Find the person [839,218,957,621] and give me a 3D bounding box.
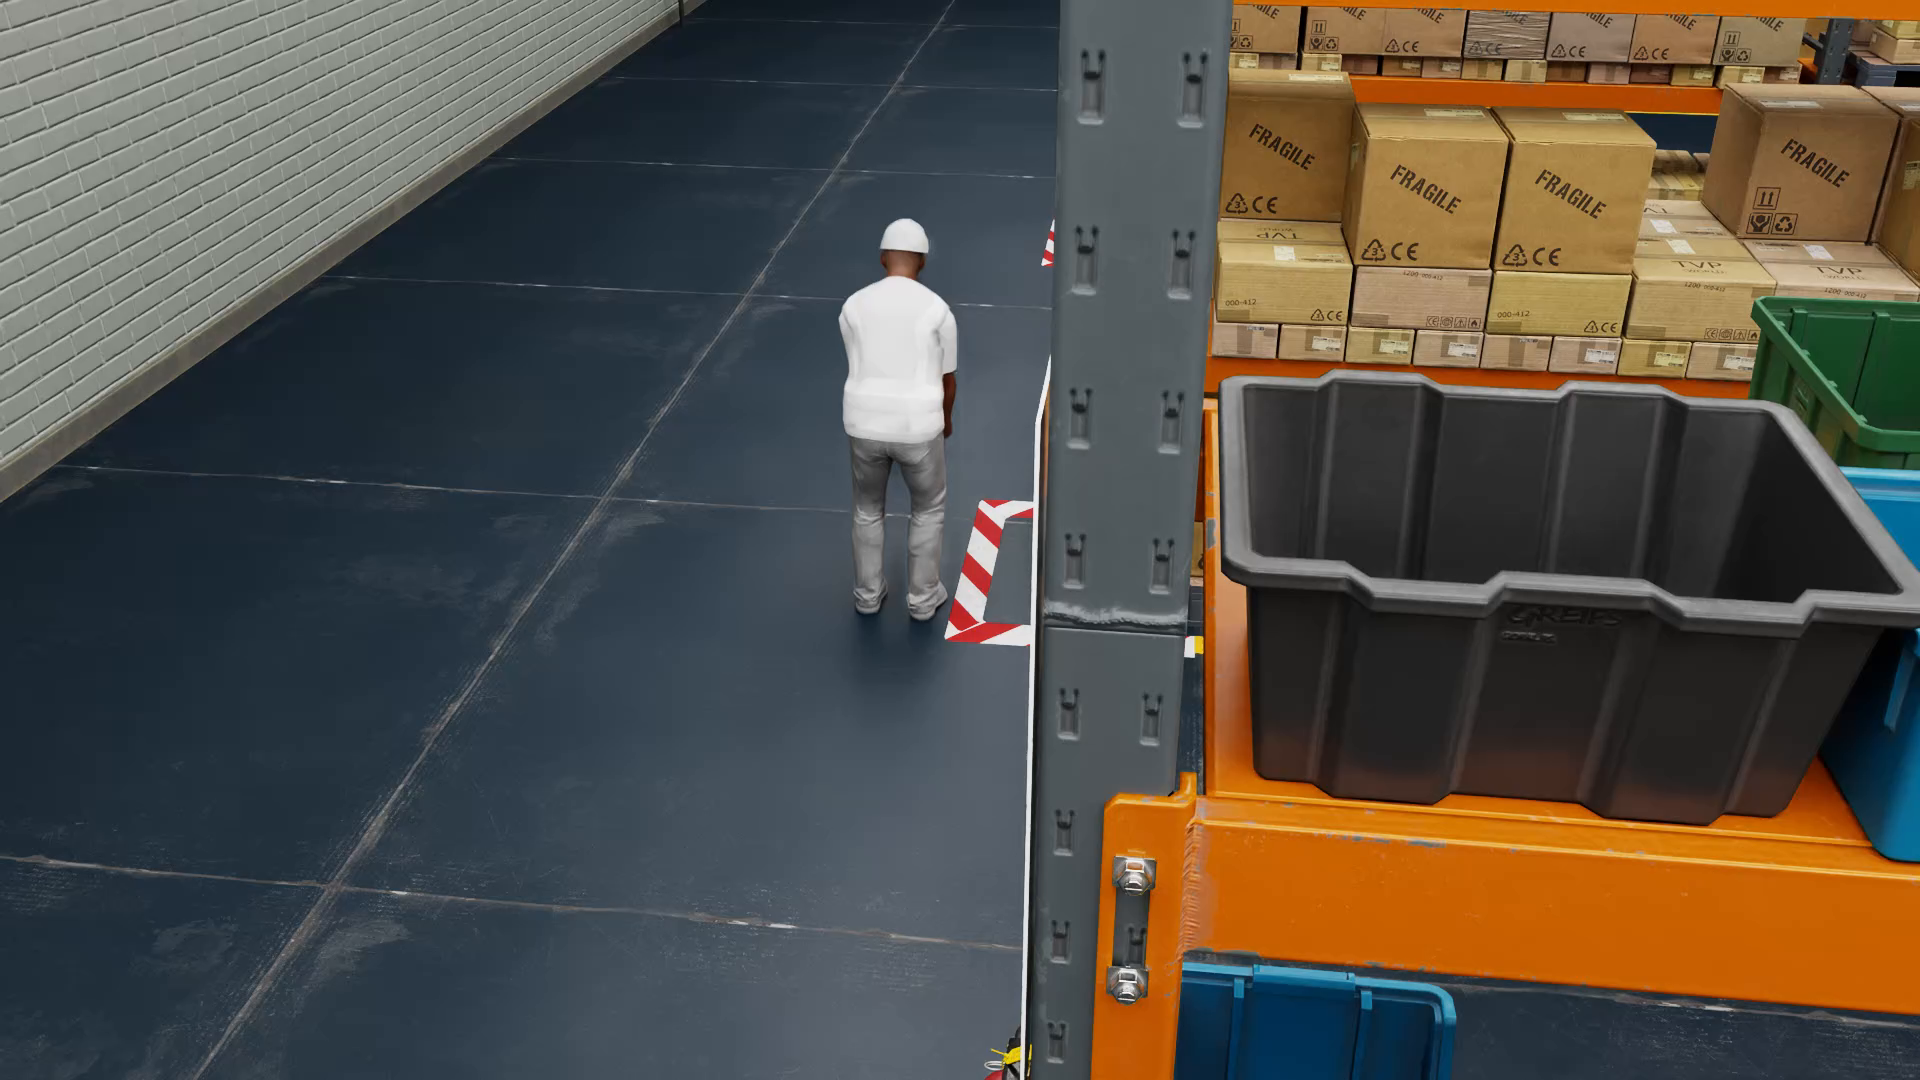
[{"bbox_3d":[-0.261,-0.511,7.125,0.488,1.693,0.638,6,29,10],"label":"person"}]
